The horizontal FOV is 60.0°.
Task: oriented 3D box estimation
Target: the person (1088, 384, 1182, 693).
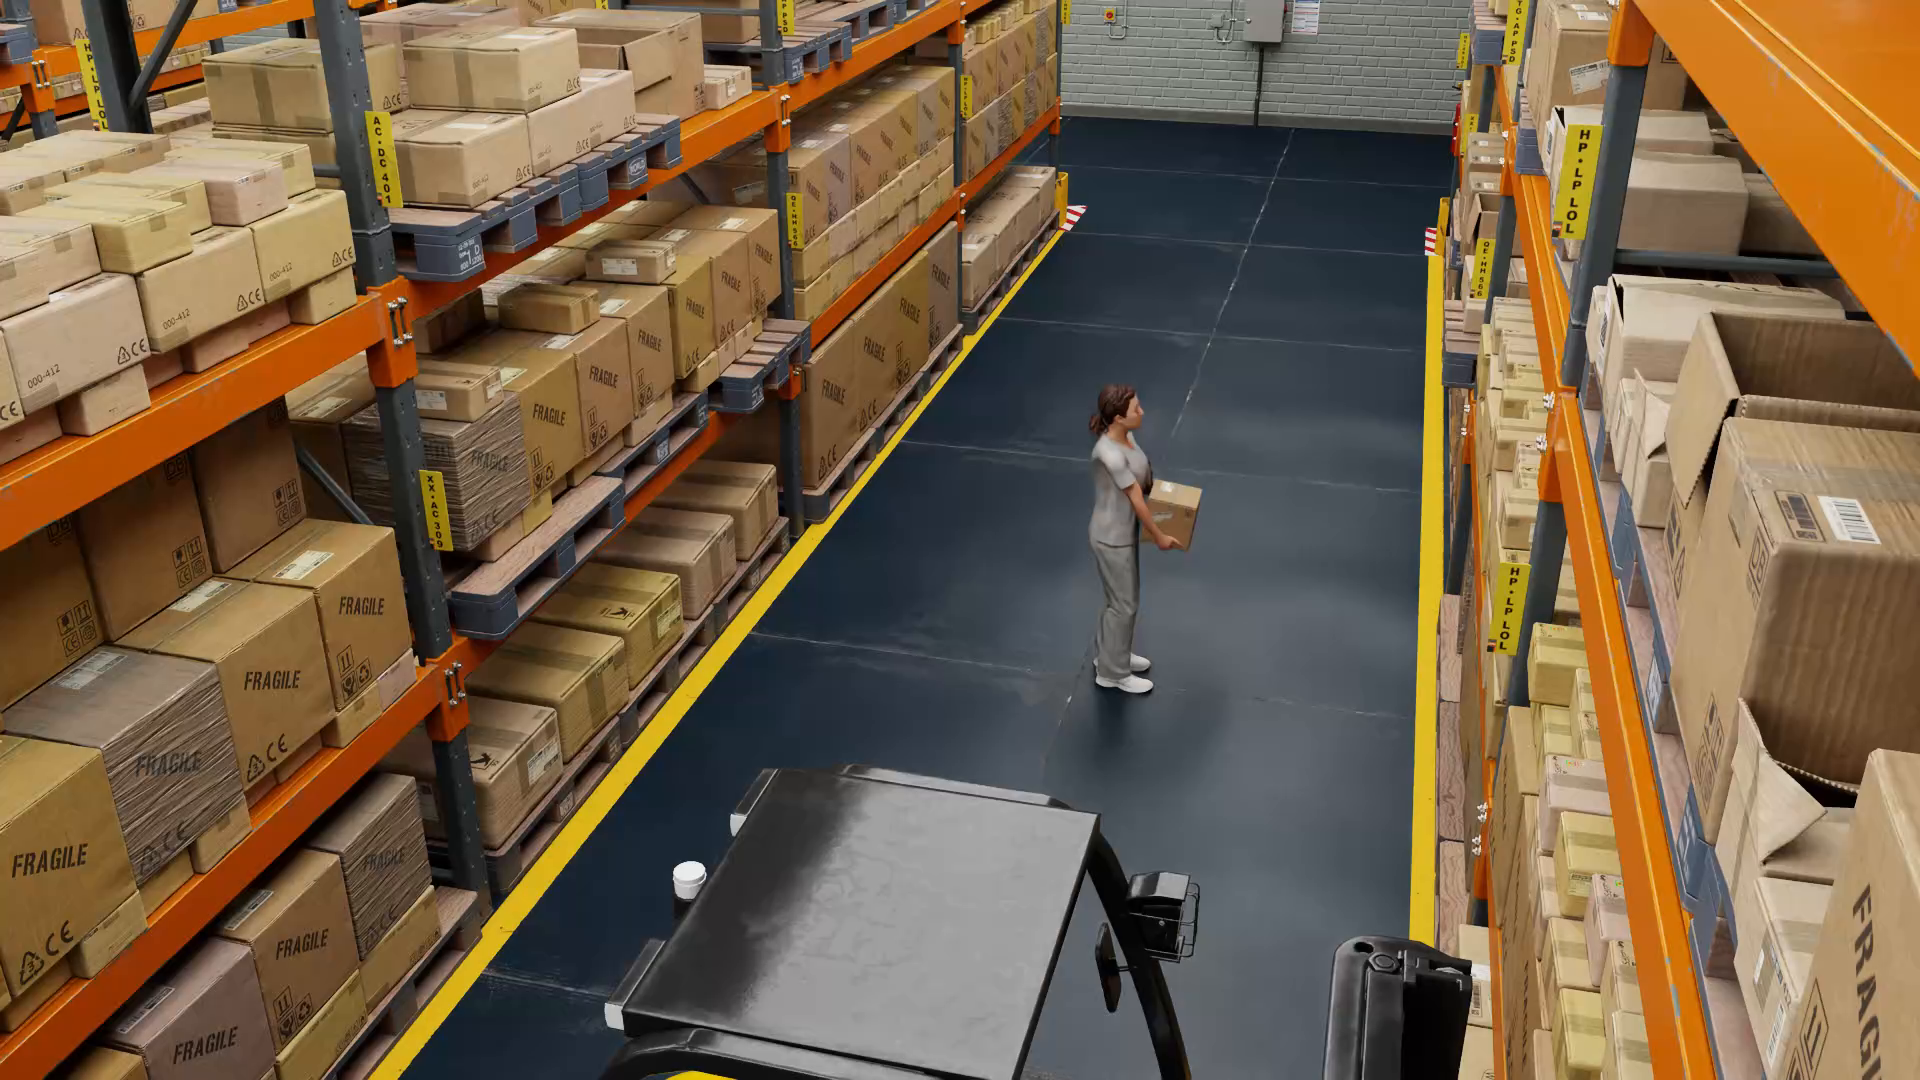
[{"bbox_3d":[0.901,-0.009,8.645,0.536,1.669,0.409,6,26,13],"label":"person"}]
